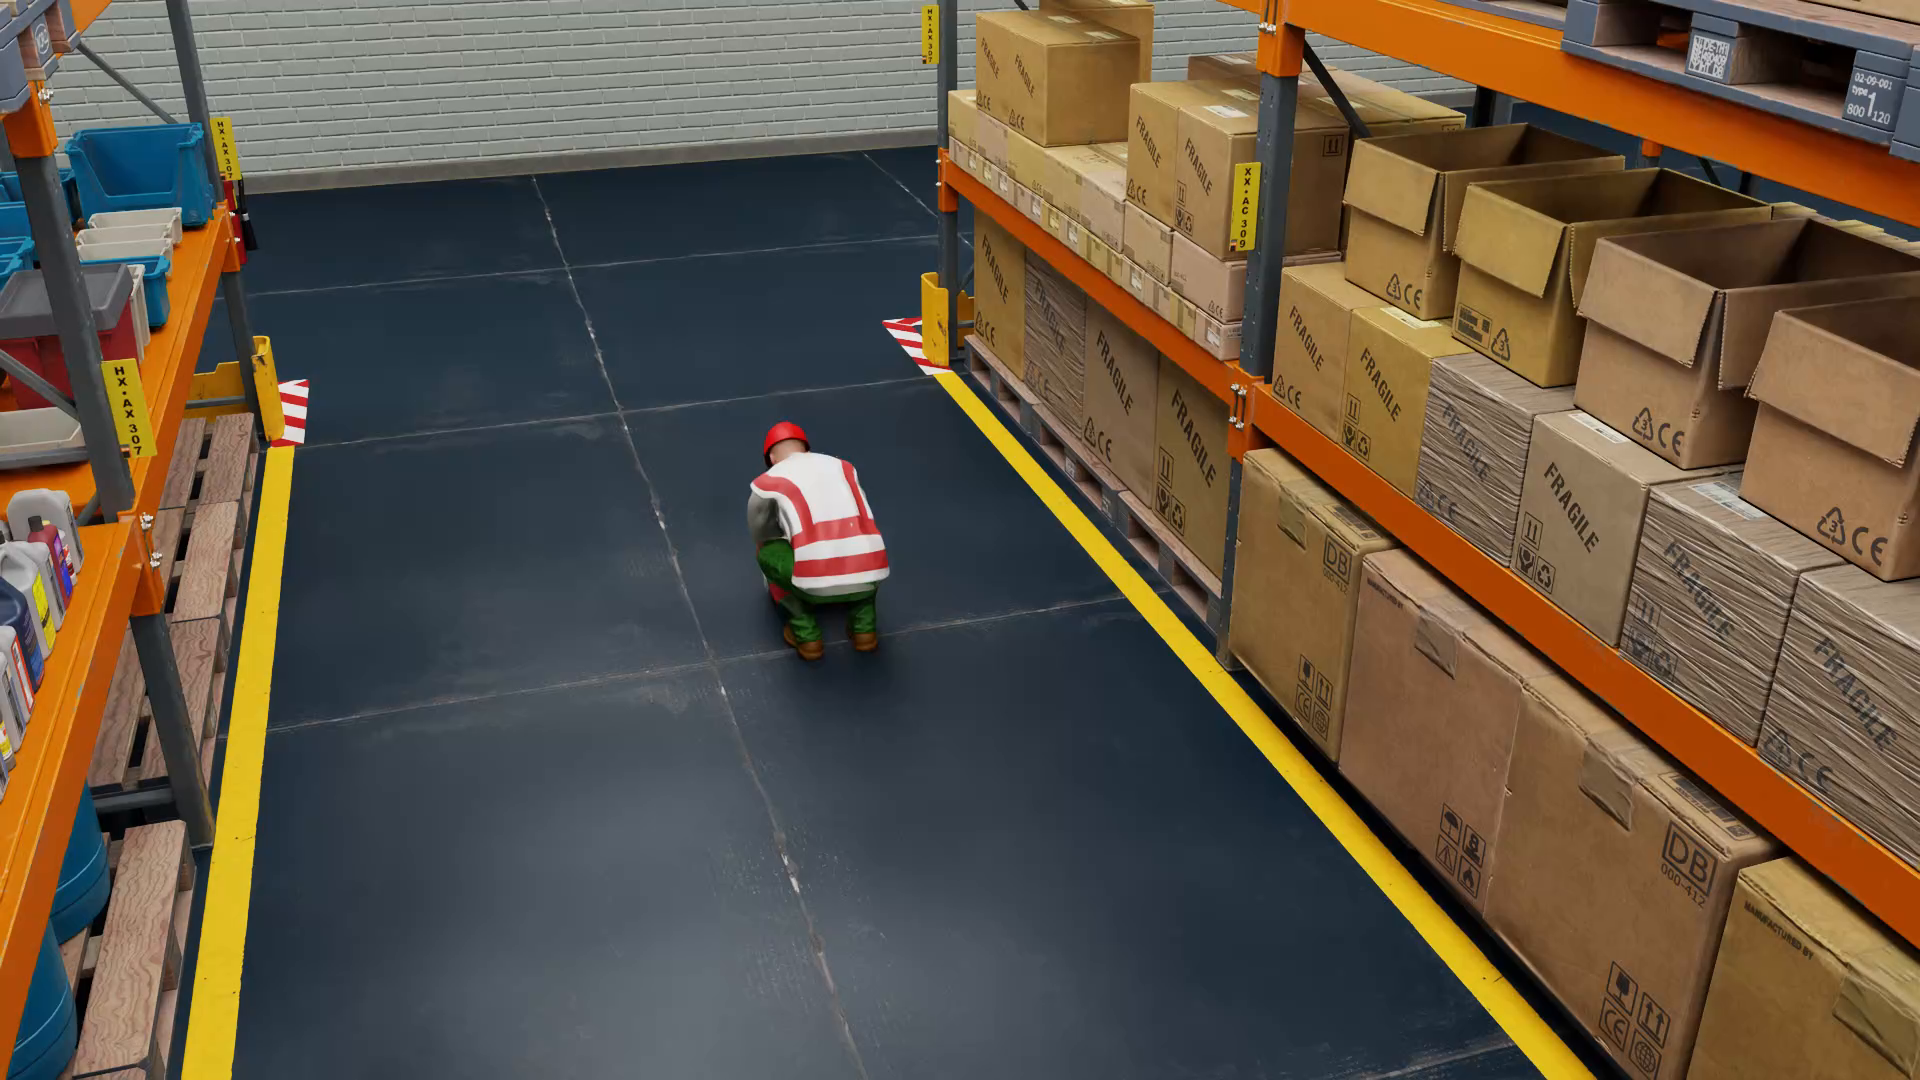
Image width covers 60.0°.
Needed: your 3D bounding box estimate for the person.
[{"bbox_3d":[-0.614,0.018,7.170,0.557,0.877,0.896,-8,27,-16],"label":"person"}]
